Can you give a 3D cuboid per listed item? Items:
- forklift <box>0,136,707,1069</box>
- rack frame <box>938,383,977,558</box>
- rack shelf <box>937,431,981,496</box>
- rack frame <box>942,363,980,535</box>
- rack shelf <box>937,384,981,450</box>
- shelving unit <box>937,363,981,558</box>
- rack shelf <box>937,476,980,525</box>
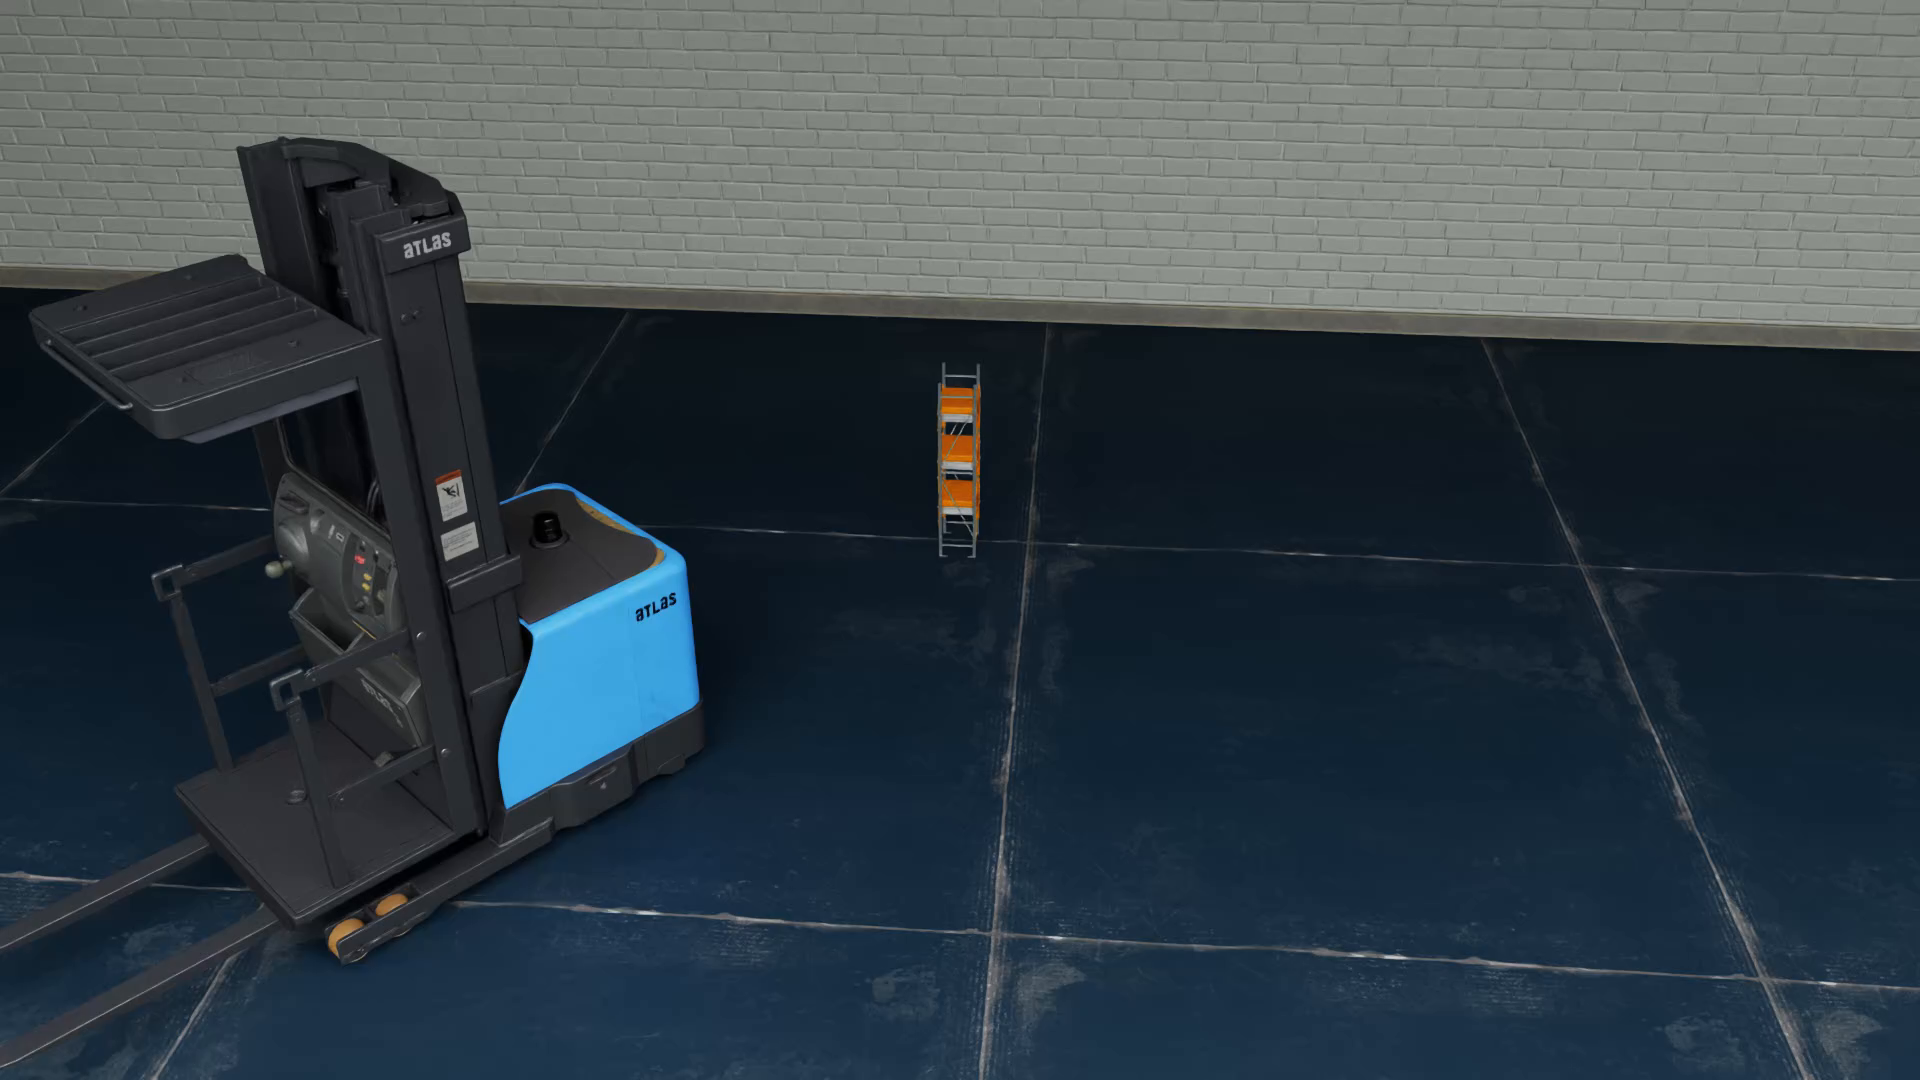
[{"bbox_3d":[-2.551,0.107,6.282,1.130,2.935,3.031,27,41,37],"label":"forklift"},{"bbox_3d":[-0.014,-0.355,8.826,0.200,1.050,0.008,2,32,4],"label":"rack frame"},{"bbox_3d":[-0.004,-0.410,8.935,0.215,0.259,0.240,2,32,4],"label":"rack shelf"},{"bbox_3d":[0.006,-0.483,9.033,0.200,1.050,0.008,2,32,4],"label":"rack frame"},{"bbox_3d":[-0.004,-0.652,8.786,0.215,0.259,0.240,2,32,4],"label":"rack shelf"},{"bbox_3d":[-0.004,-0.419,8.929,0.215,1.050,0.252,2,32,4],"label":"shelving unit"},{"bbox_3d":[-0.004,-0.173,9.081,0.215,0.259,0.240,2,32,4],"label":"rack shelf"}]
